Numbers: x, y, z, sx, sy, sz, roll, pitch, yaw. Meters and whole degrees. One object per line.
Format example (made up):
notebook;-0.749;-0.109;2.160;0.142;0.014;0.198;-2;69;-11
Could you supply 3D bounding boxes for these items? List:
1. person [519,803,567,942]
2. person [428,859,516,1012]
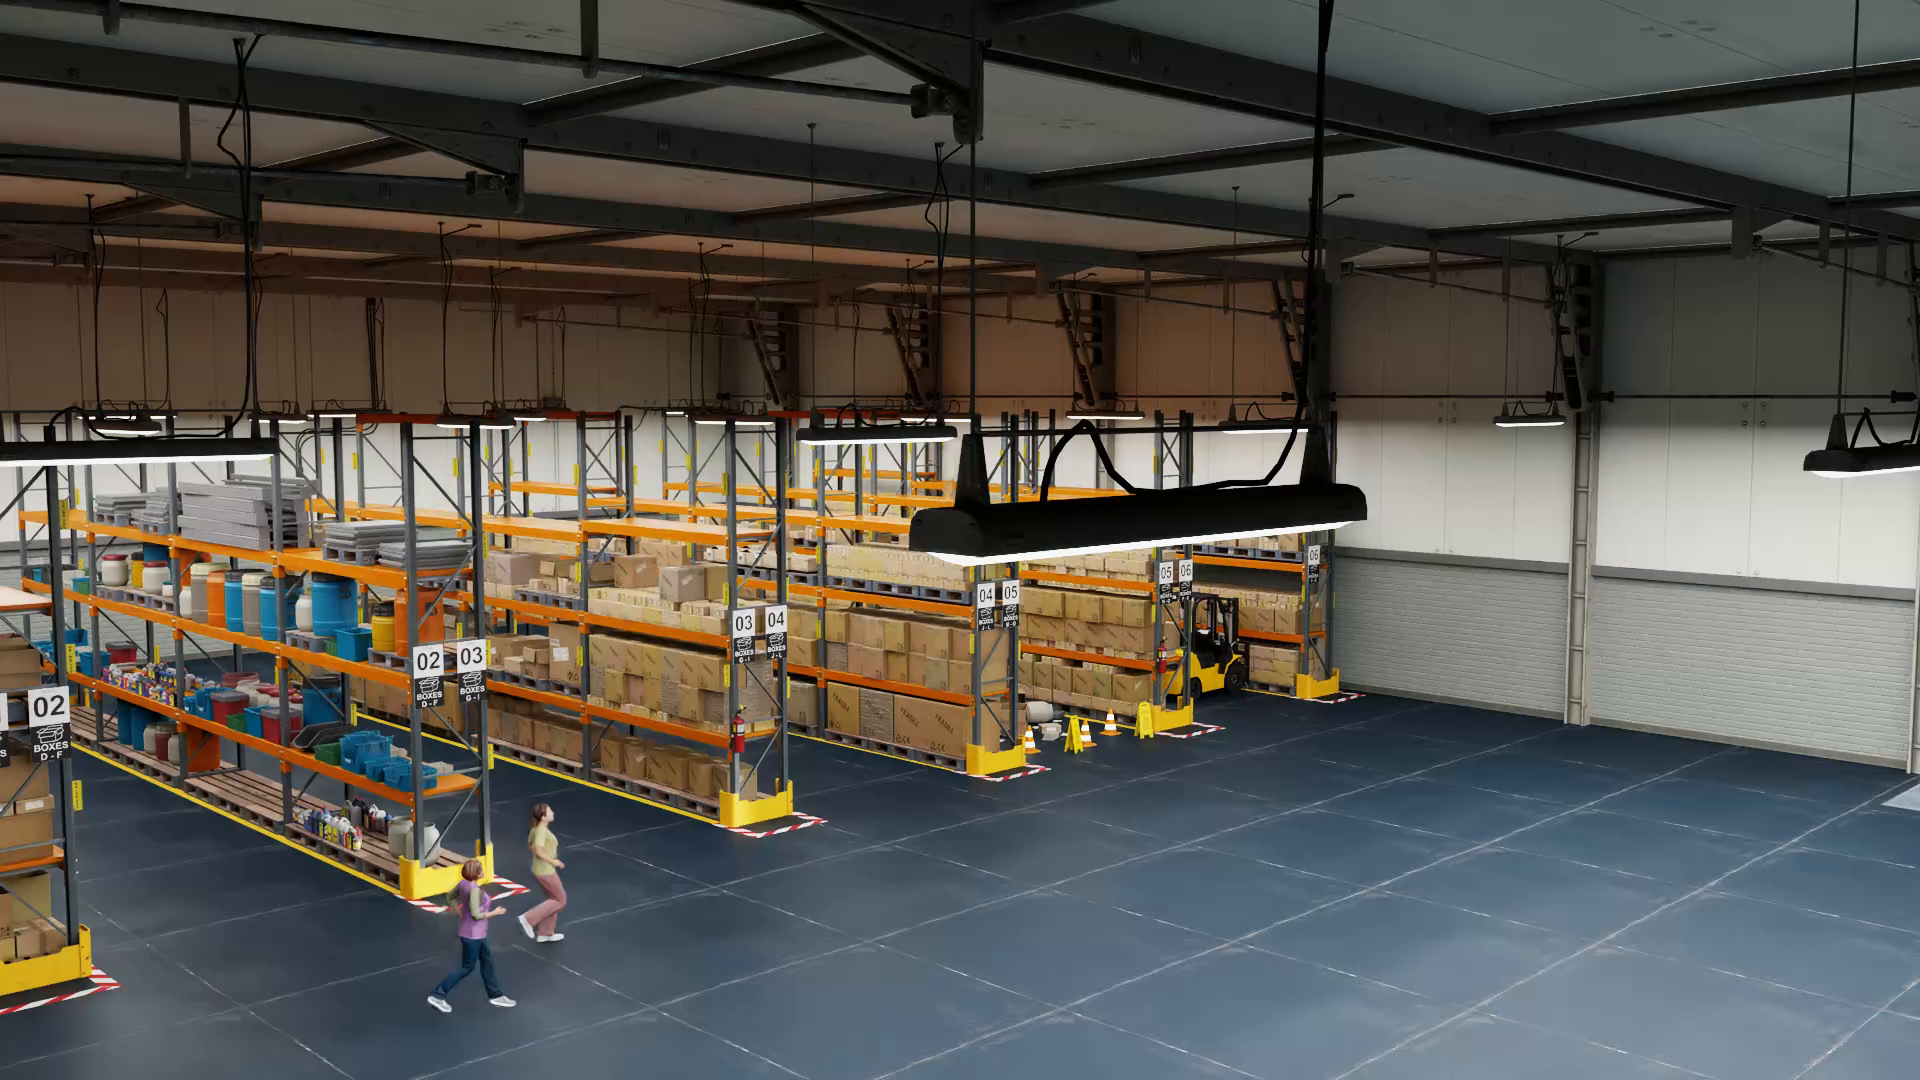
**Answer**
person;-4.854;3.847;19.239;0.544;1.623;0.565;-2;5;-25
person;-4.982;4.041;16.936;0.876;1.603;0.540;-2;5;-22
